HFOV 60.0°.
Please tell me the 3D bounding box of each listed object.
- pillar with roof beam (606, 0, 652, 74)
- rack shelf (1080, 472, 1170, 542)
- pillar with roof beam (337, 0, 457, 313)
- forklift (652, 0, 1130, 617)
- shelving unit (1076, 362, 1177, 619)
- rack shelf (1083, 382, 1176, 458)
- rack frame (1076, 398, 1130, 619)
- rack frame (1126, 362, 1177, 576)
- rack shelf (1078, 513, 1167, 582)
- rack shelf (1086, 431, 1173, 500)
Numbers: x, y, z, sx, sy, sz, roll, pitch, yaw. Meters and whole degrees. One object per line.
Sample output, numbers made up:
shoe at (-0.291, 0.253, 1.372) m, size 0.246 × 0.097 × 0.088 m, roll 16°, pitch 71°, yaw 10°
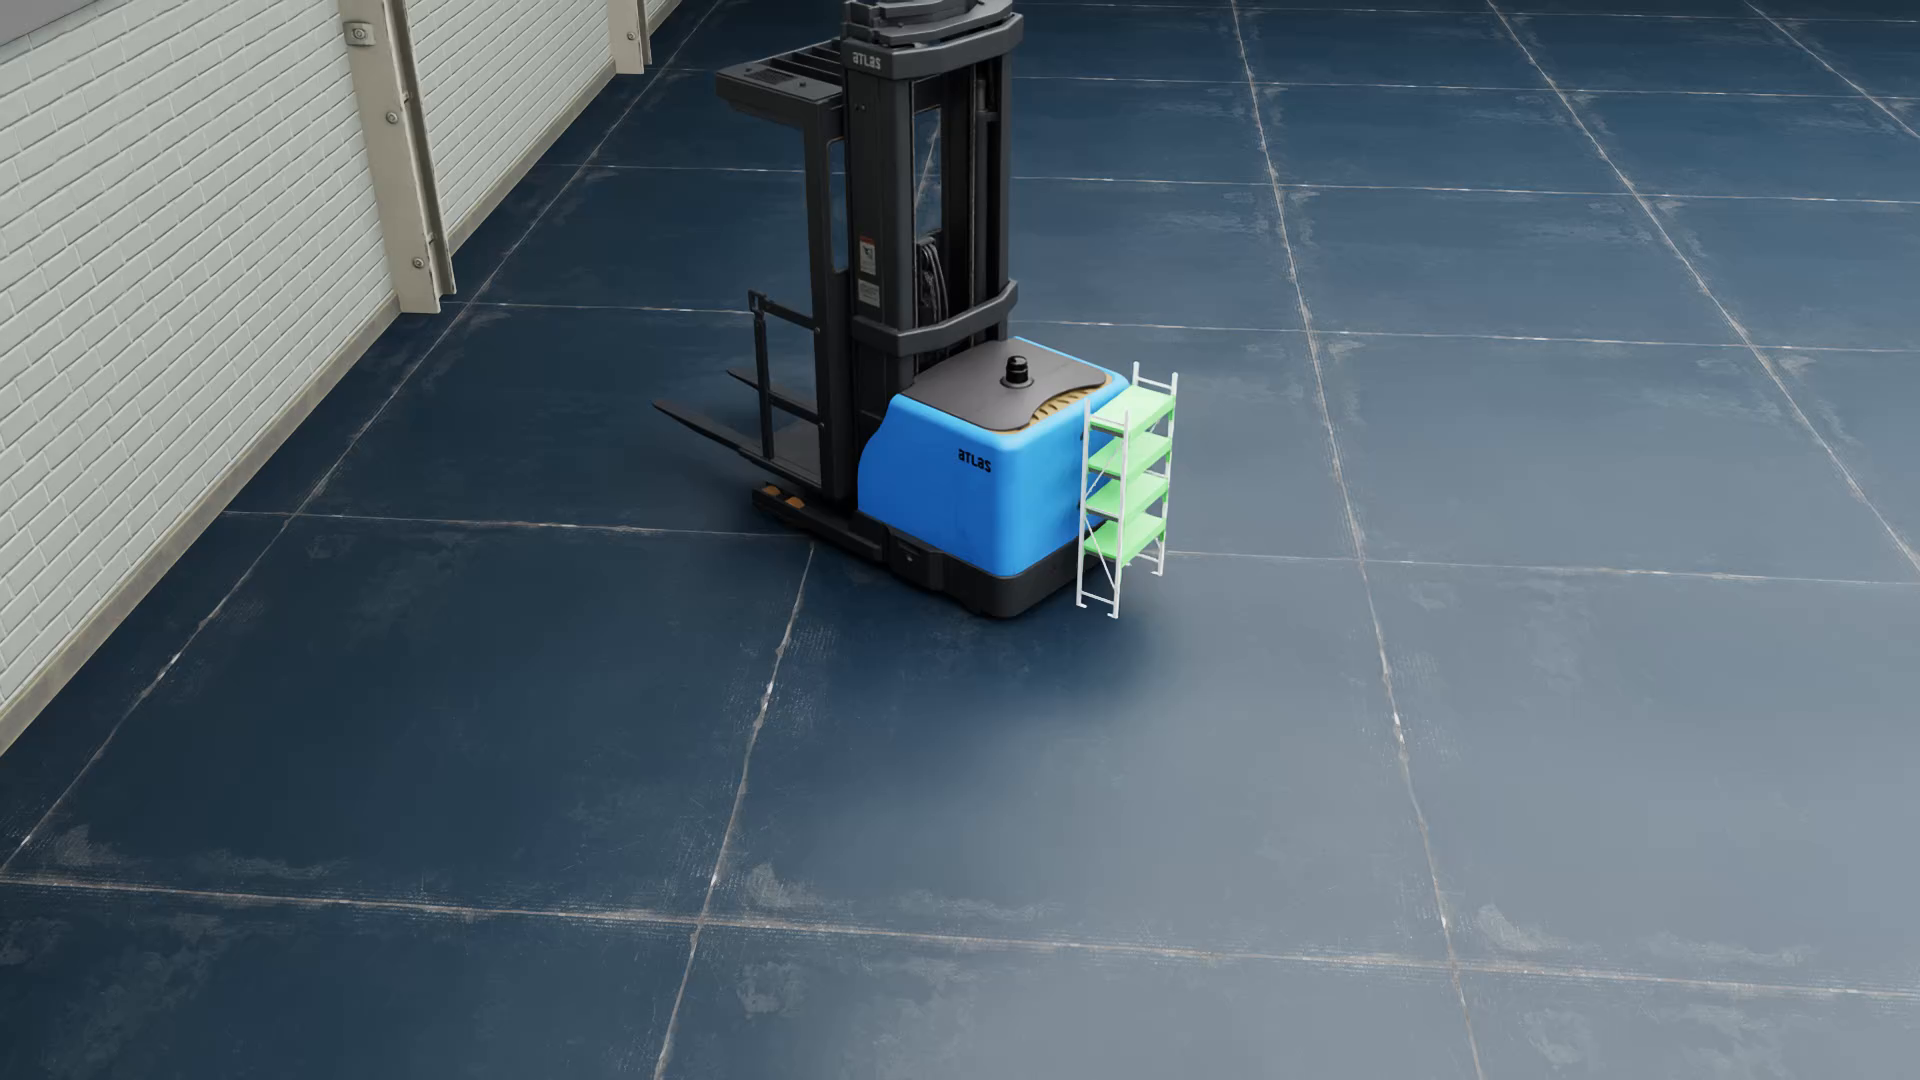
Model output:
pillar with roof beam at (0.915, -8.513, 14.487) m, size 9.100 × 9.000 × 0.400 m, roll 2°, pitch 32°, yaw 4°
rack shelf at (0.848, -0.193, 8.541) m, size 0.258 × 0.148 × 0.480 m, roll 19°, pitch 37°, yaw 28°
pillar with roof beam at (0.426, -5.376, 9.396) m, size 9.100 × 9.000 × 0.400 m, roll 2°, pitch 32°, yaw 4°
forklift at (-0.542, -1.503, 8.895) m, size 3.031 × 2.935 × 1.130 m, roll 25°, pitch 40°, yaw 35°
shelving unit at (0.848, -0.247, 8.507) m, size 0.258 × 1.200 × 0.503 m, roll 19°, pitch 37°, yaw 28°
rack shelf at (0.848, -0.601, 8.289) m, size 0.258 × 0.148 × 0.480 m, roll 19°, pitch 37°, yaw 28°
rack frame at (0.712, -0.141, 8.335) m, size 0.240 × 1.200 × 0.015 m, roll 19°, pitch 37°, yaw 28°
rack frame at (0.984, -0.353, 8.679) m, size 0.240 × 1.200 × 0.015 m, roll 19°, pitch 37°, yaw 28°
rack shelf at (0.848, 0.012, 8.666) m, size 0.258 × 0.148 × 0.480 m, roll 19°, pitch 37°, yaw 28°
rack shelf at (0.848, -0.397, 8.415) m, size 0.258 × 0.148 × 0.480 m, roll 19°, pitch 37°, yaw 28°
